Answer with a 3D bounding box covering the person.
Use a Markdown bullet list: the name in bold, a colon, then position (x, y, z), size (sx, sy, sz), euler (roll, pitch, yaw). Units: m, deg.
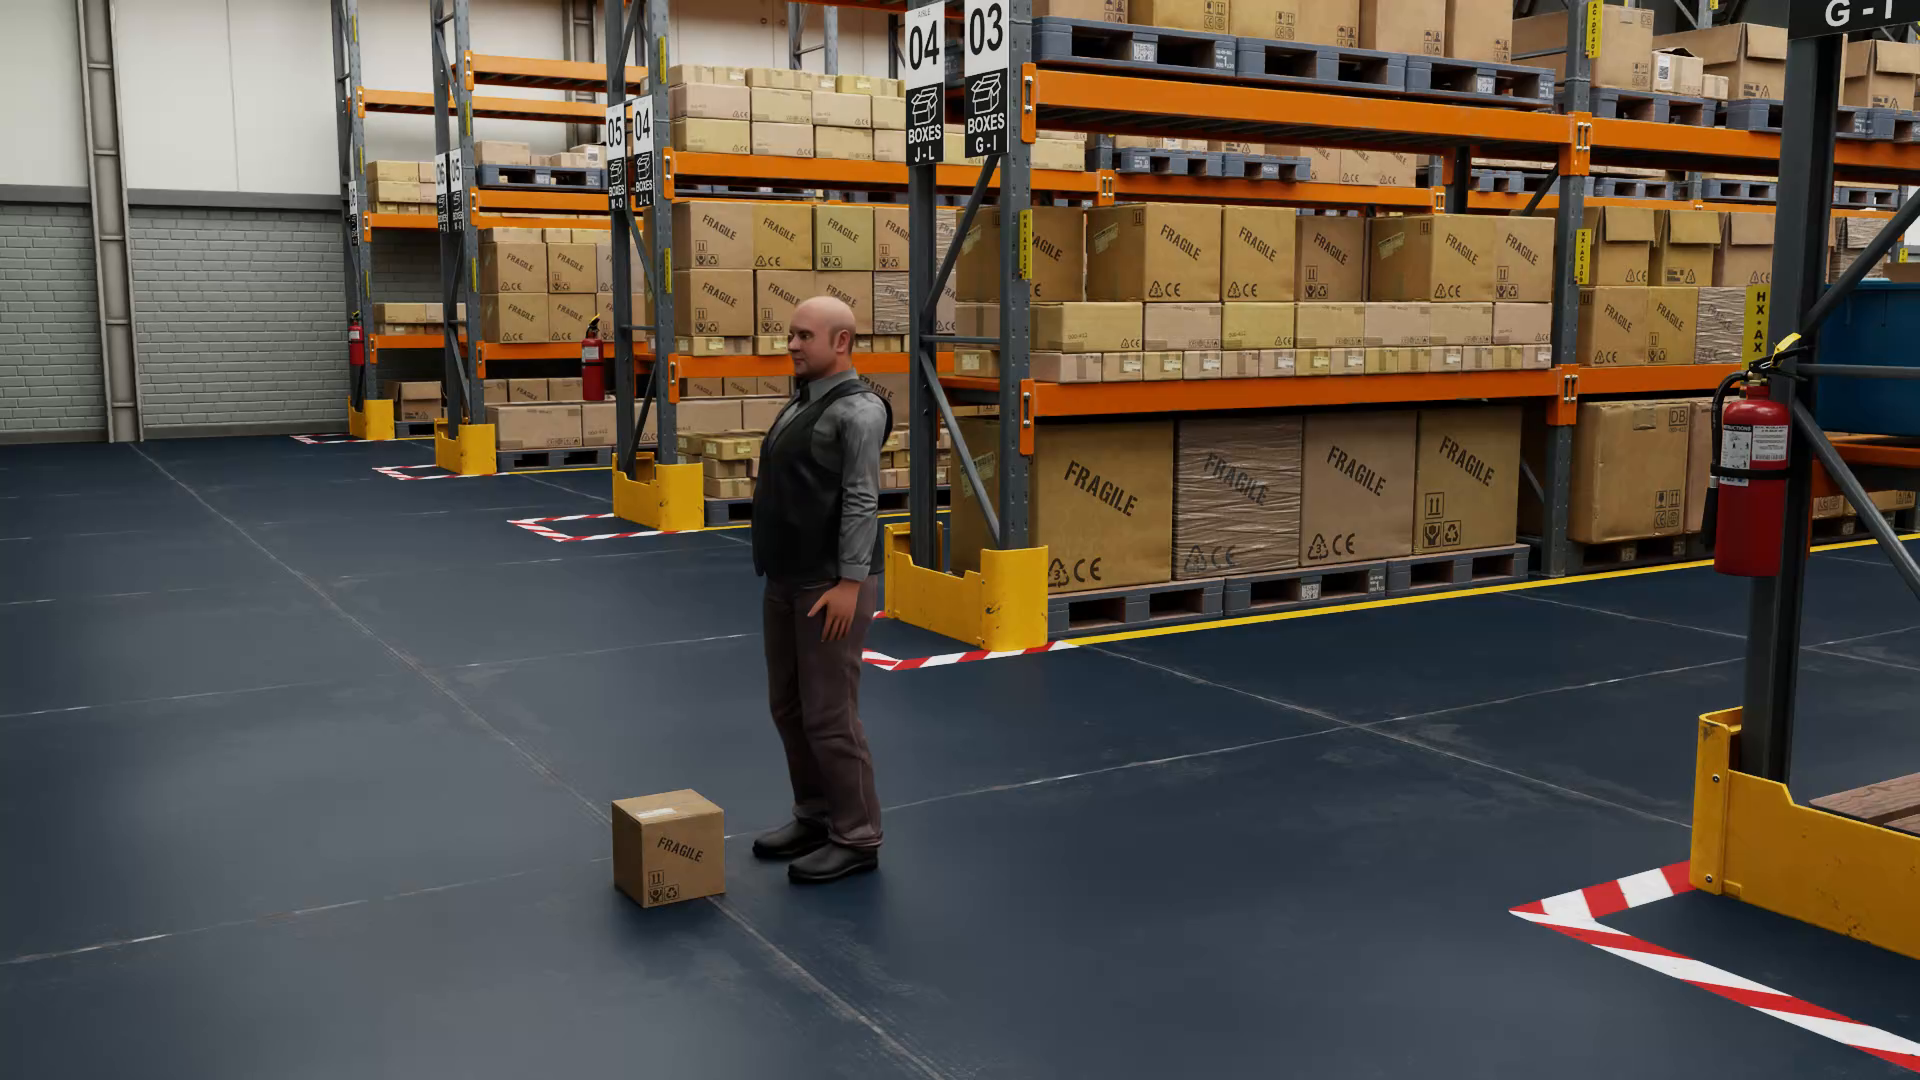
- **person**: position (-0.420, 0.137, 4.965), size (0.360, 1.716, 0.532), euler (-5, 9, -30)
